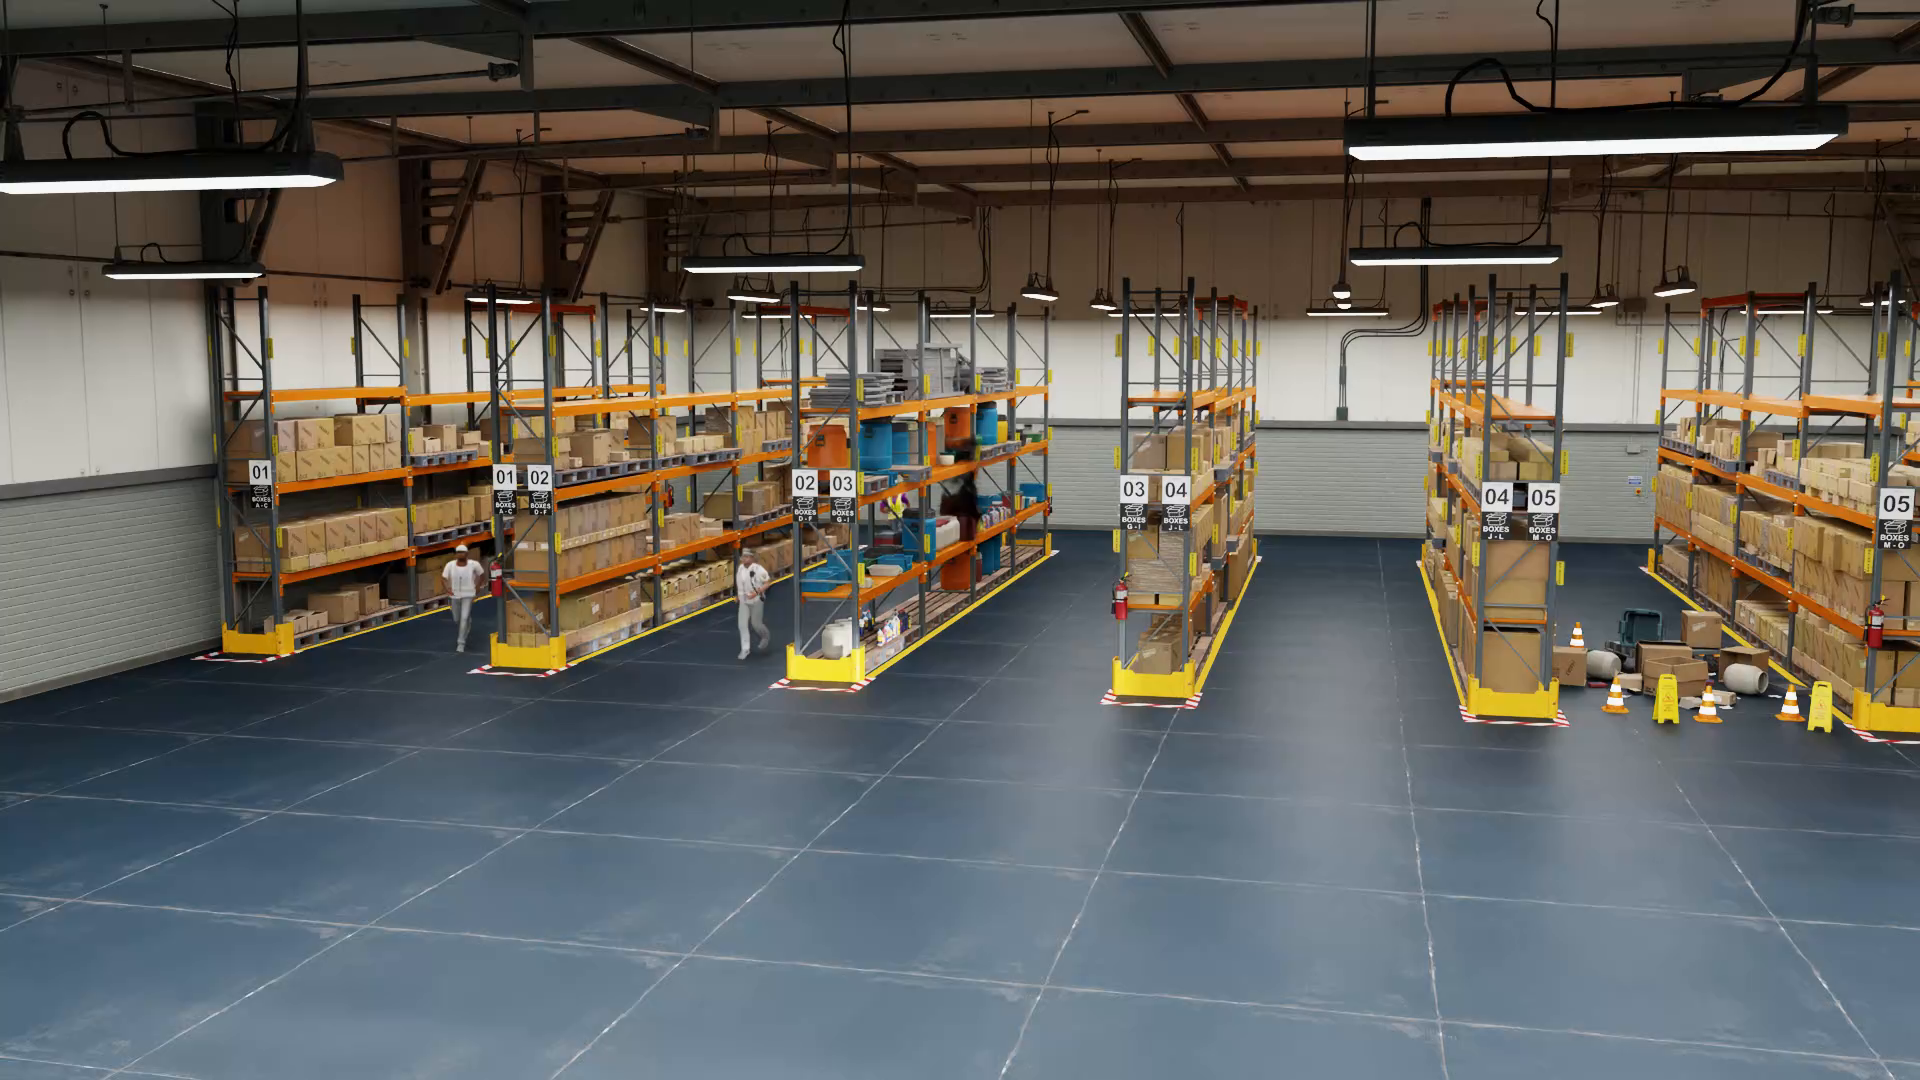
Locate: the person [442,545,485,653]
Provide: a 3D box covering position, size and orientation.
[{"bbox_3d":[-8.359,0.952,27.929,0.672,1.757,1.091,0,7,0],"label":"person"}]

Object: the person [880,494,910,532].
[{"bbox_3d":[-1.588,-0.516,40.529,0.741,1.730,0.913,0,7,-2],"label":"person"}]

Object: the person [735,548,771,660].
[{"bbox_3d":[-3.367,1.014,27.167,0.660,1.812,0.821,3,7,24],"label":"person"}]
